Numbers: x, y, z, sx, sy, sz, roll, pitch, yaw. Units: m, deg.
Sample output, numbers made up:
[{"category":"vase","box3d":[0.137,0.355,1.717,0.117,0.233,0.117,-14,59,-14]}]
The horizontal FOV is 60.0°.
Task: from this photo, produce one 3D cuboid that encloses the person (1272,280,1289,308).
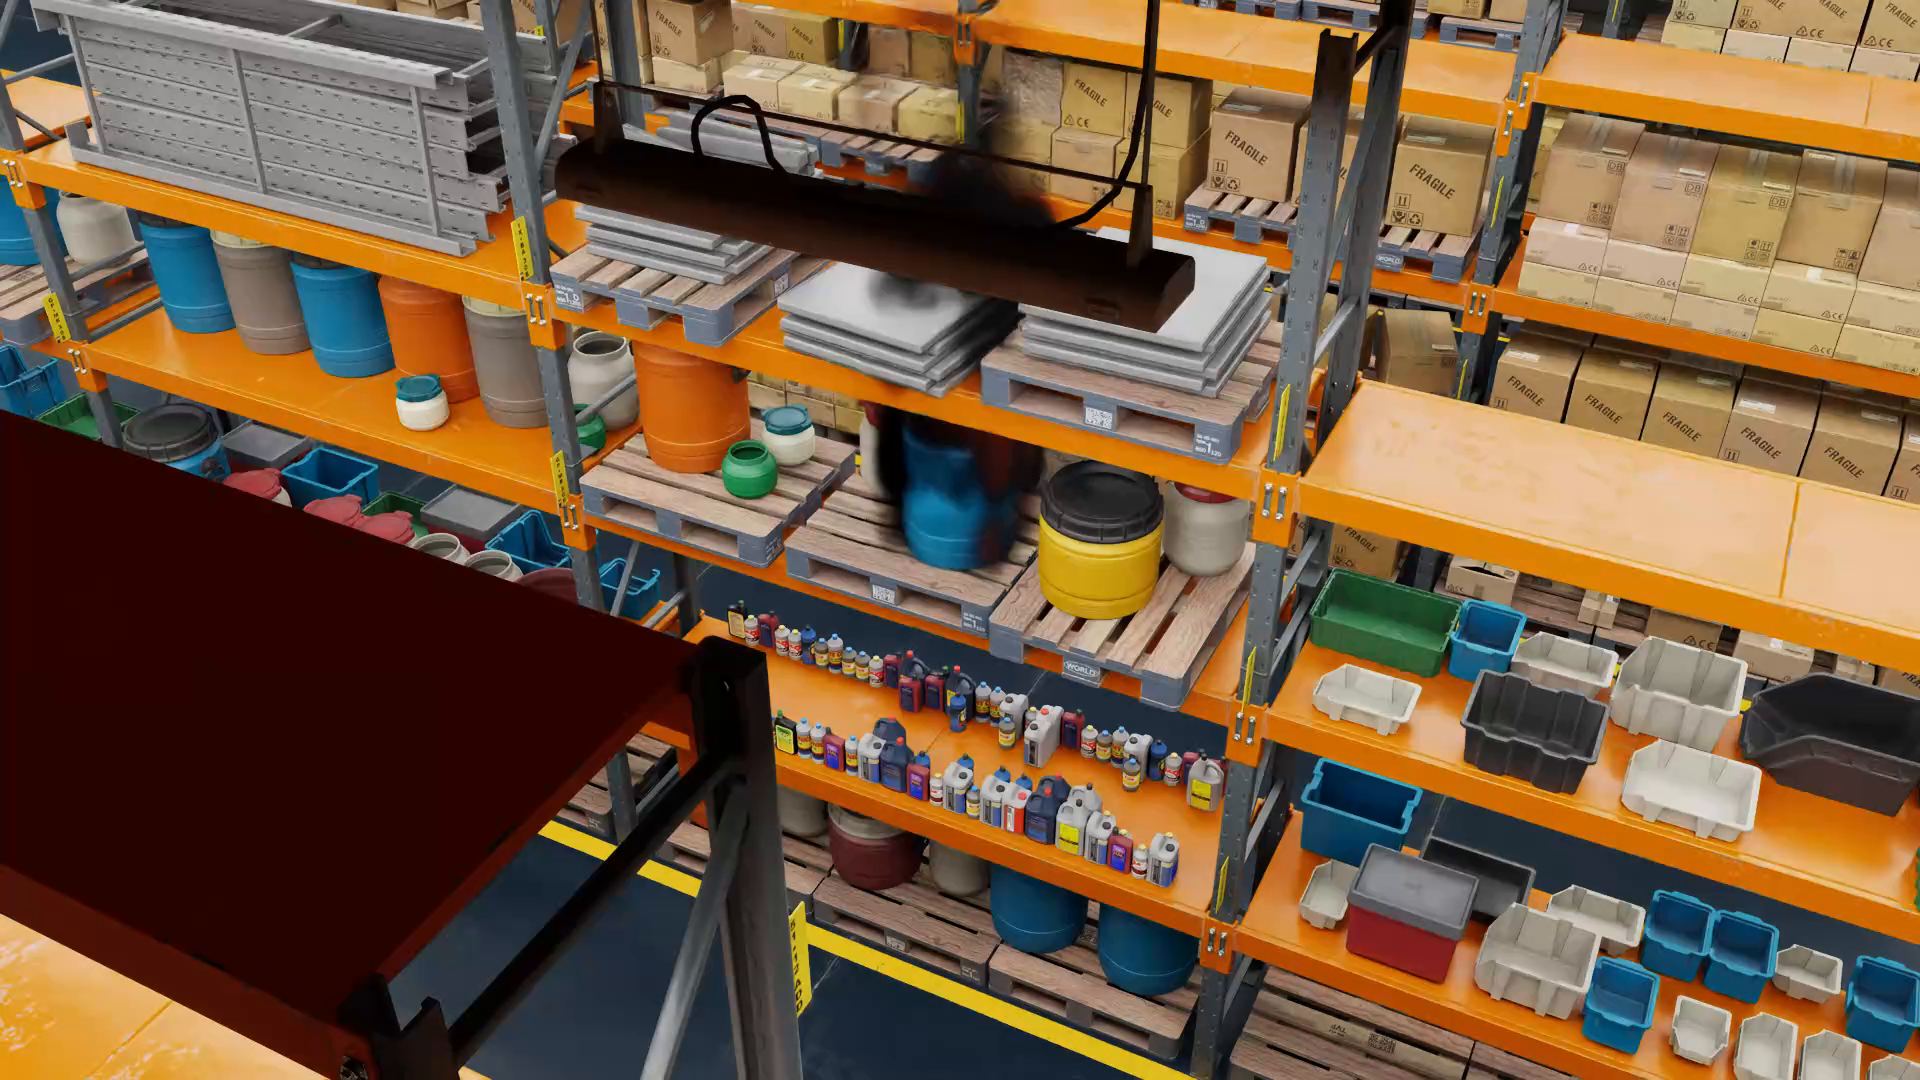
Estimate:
[{"category":"person","box3d":[3.182,-1.485,14.662,1.031,1.622,0.641,18,39,24]}]
